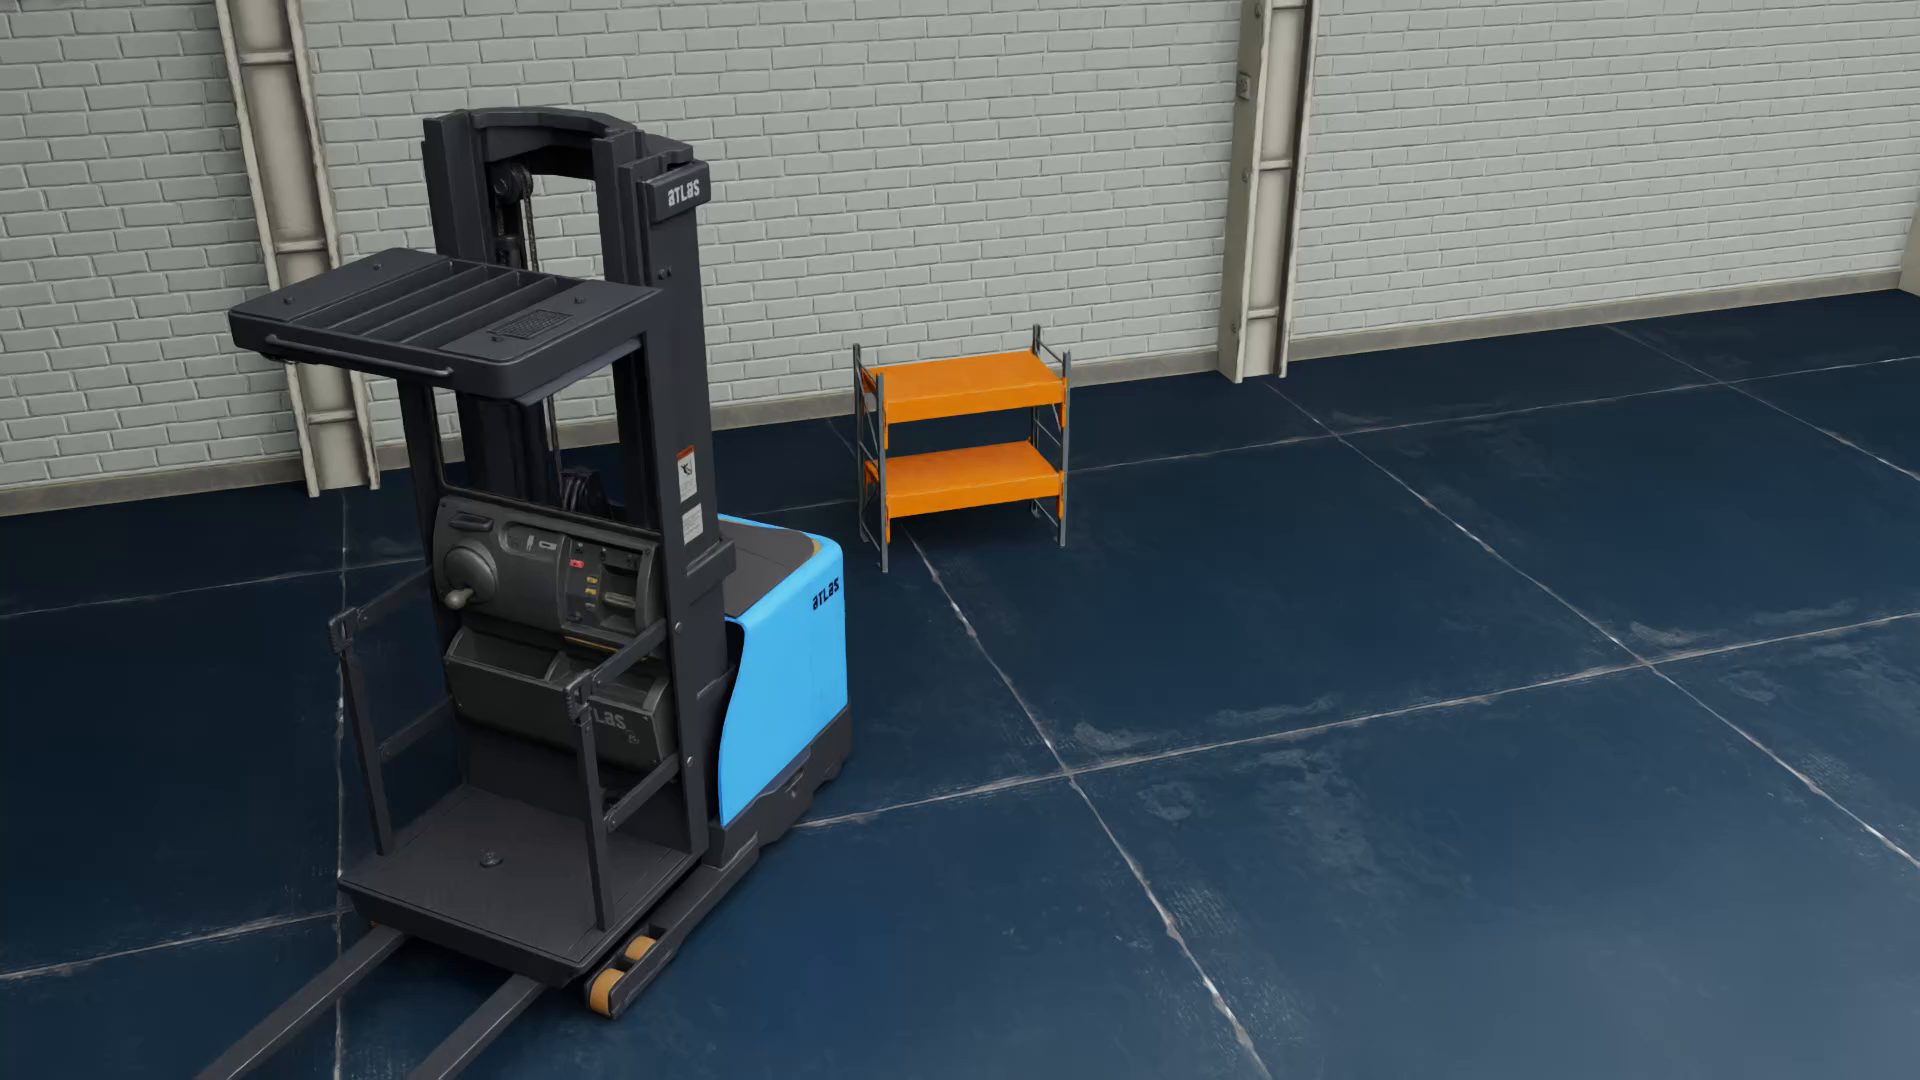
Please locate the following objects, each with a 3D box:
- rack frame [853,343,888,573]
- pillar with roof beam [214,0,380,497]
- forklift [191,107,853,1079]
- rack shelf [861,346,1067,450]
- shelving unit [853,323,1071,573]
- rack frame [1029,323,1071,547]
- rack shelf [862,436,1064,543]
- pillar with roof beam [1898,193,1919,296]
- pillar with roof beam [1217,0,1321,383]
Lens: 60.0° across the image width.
[{"bbox_3d":[-0.477,-0.435,8.861,0.032,1.125,0.500,-8,28,-16],"label":"rack frame"},{"bbox_3d":[-2.343,-2.552,4.270,0.400,9.000,9.100,-8,28,-16],"label":"pillar with roof beam"},{"bbox_3d":[-1.556,0.146,5.660,1.130,2.935,3.031,12,29,23],"label":"forklift"},{"bbox_3d":[0.006,-0.767,8.872,1.000,0.278,0.538,-8,28,-16],"label":"rack shelf"},{"bbox_3d":[0.006,-0.505,9.002,1.048,1.125,0.538,-8,28,-16],"label":"shelving unit"},{"bbox_3d":[0.490,-0.575,9.143,0.032,1.125,0.500,-8,28,-16],"label":"rack frame"},{"bbox_3d":[0.006,-0.286,9.110,1.000,0.278,0.538,-8,28,-16],"label":"rack shelf"},{"bbox_3d":[9.067,-4.204,7.599,0.400,9.000,9.100,-8,28,-16],"label":"pillar with roof beam"},{"bbox_3d":[3.362,-3.378,5.935,0.400,9.000,9.100,-8,28,-16],"label":"pillar with roof beam"}]
